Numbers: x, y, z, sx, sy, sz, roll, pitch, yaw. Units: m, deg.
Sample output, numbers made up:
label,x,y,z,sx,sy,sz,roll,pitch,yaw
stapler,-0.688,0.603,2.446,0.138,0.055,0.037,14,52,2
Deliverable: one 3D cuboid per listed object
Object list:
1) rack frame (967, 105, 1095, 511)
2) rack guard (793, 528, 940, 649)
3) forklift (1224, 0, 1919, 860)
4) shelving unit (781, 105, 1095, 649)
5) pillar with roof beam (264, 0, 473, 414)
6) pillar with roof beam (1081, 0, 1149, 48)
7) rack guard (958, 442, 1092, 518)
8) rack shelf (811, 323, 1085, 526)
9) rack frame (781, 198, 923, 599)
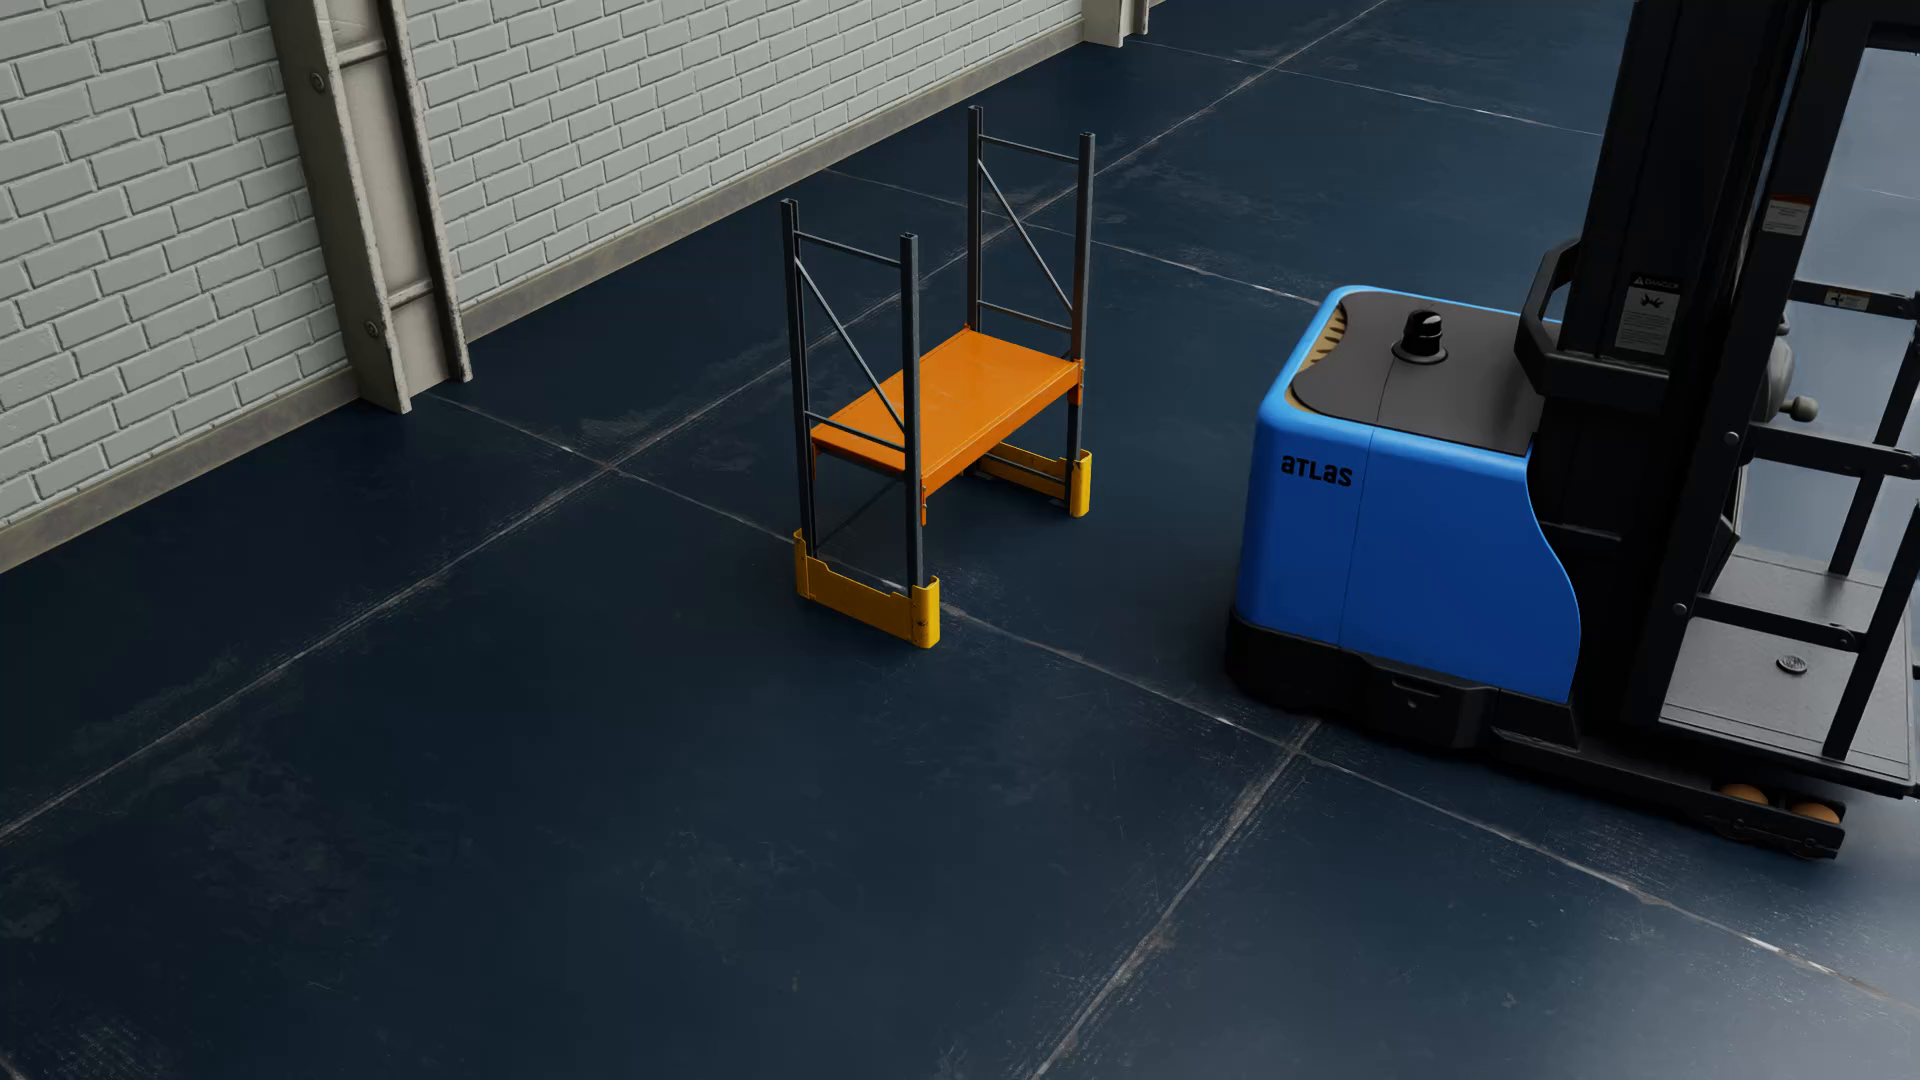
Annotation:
label,x,y,z,sx,sy,sz,roll,pitch,yaw
rack frame,0.241,-0.816,6.118,0.500,1.500,0.032,21,39,28
rack guard,-0.327,0.161,5.789,0.587,0.250,0.087,21,39,28
forklift,2.435,-0.620,4.550,3.031,2.935,1.130,14,37,20
shelving unit,-0.043,-0.586,5.778,0.587,1.500,1.083,21,39,28
pillar with roof beam,1.163,-3.023,2.687,9.100,9.000,0.400,21,39,28
pillar with roof beam,4.584,-5.784,6.770,9.100,9.000,0.400,21,39,28
rack guard,0.240,-0.298,6.467,0.587,0.250,0.087,21,39,28
rack shelf,-0.049,-0.433,5.873,0.538,0.185,1.000,21,39,28
rack frame,-0.339,-0.348,5.426,0.500,1.500,0.032,21,39,28
